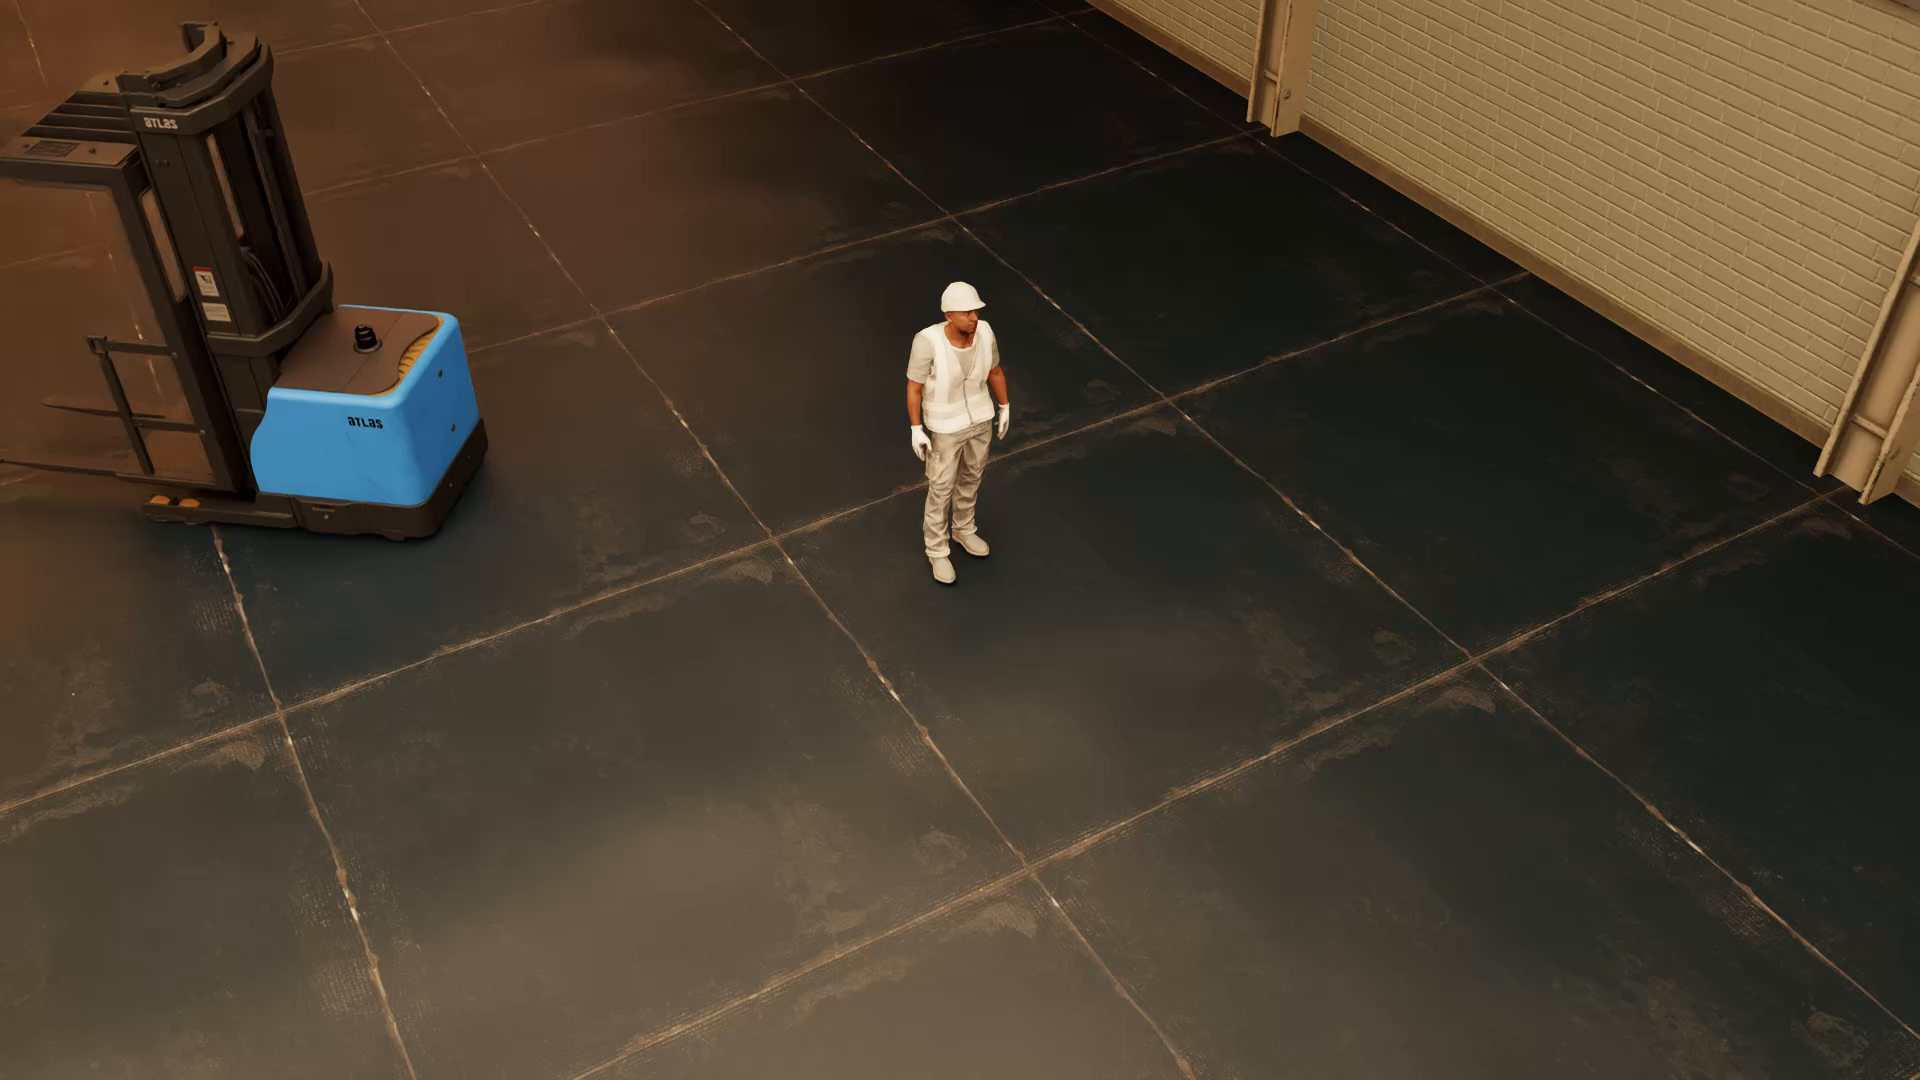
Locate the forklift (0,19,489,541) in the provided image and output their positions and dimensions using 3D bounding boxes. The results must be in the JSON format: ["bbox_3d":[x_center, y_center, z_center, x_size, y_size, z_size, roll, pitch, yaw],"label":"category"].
[{"bbox_3d":[-4.669,-1.551,9.907,3.031,2.935,1.130,5,40,7],"label":"forklift"}]

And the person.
[{"bbox_3d":[0.029,-0.649,9.707,0.657,1.785,0.575,-20,44,-23],"label":"person"}]
